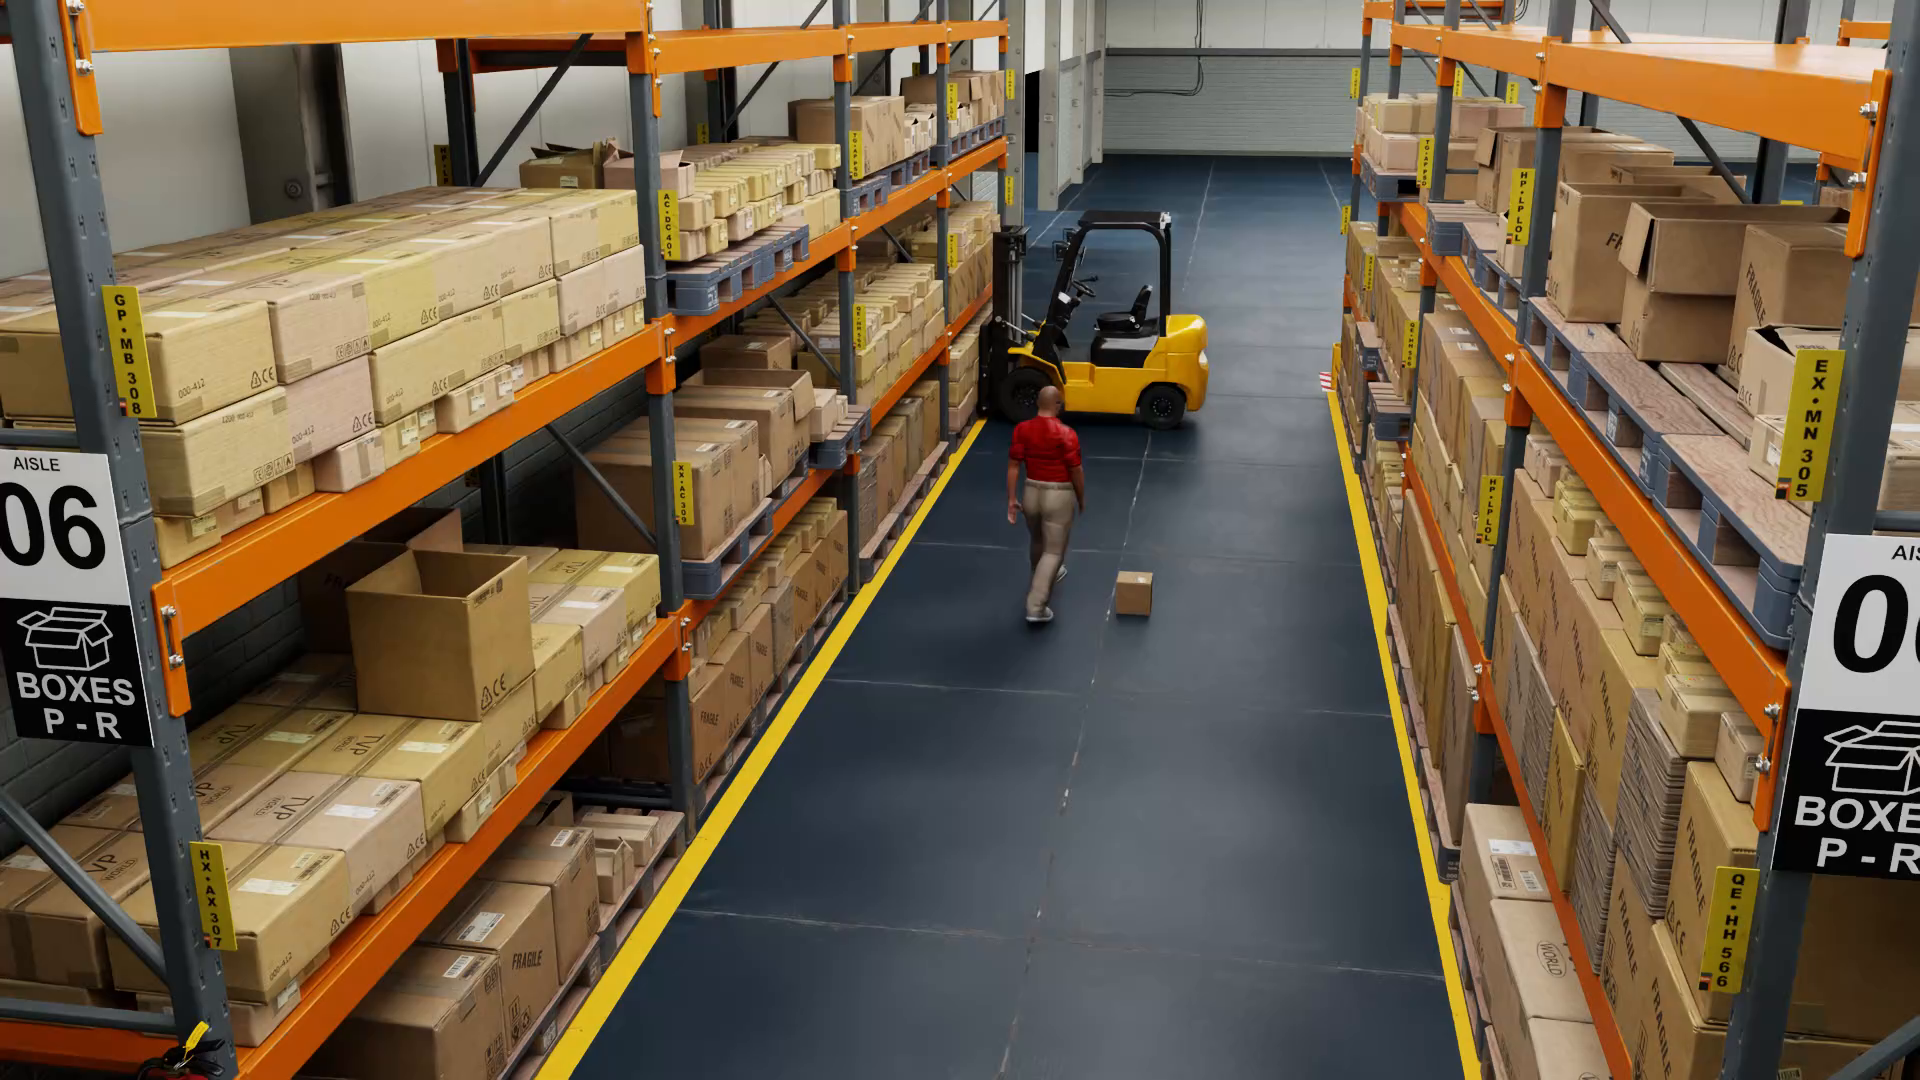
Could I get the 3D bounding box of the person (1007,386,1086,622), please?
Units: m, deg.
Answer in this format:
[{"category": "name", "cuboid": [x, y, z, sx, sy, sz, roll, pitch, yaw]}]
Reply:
[{"category": "person", "cuboid": [0.661, -0.314, 12.061, 0.590, 1.671, 0.967, 14, 23, 38]}]
